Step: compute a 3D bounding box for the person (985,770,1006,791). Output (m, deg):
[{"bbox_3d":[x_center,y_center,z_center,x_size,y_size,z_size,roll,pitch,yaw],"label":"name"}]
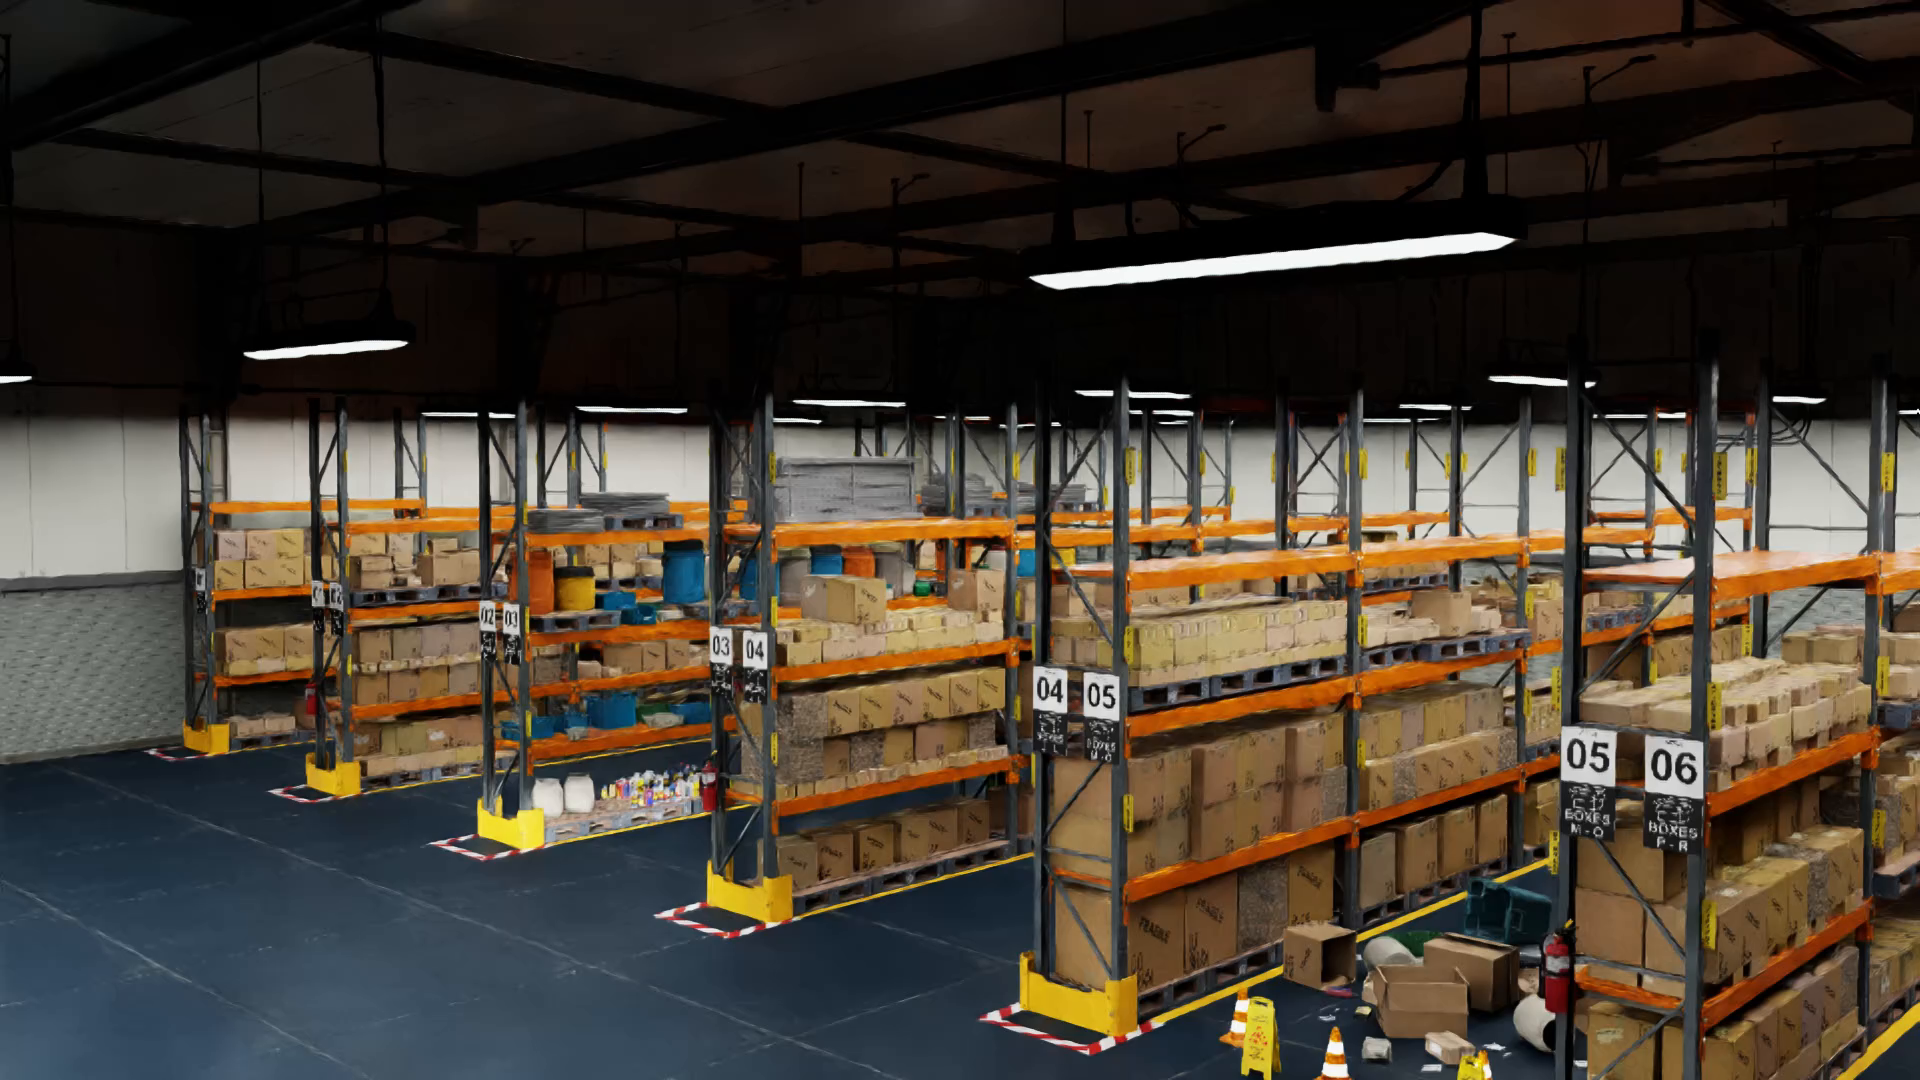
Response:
[{"bbox_3d":[0.521,2.996,23.897,0.655,1.785,0.577,-1,3,-17],"label":"person"}]
